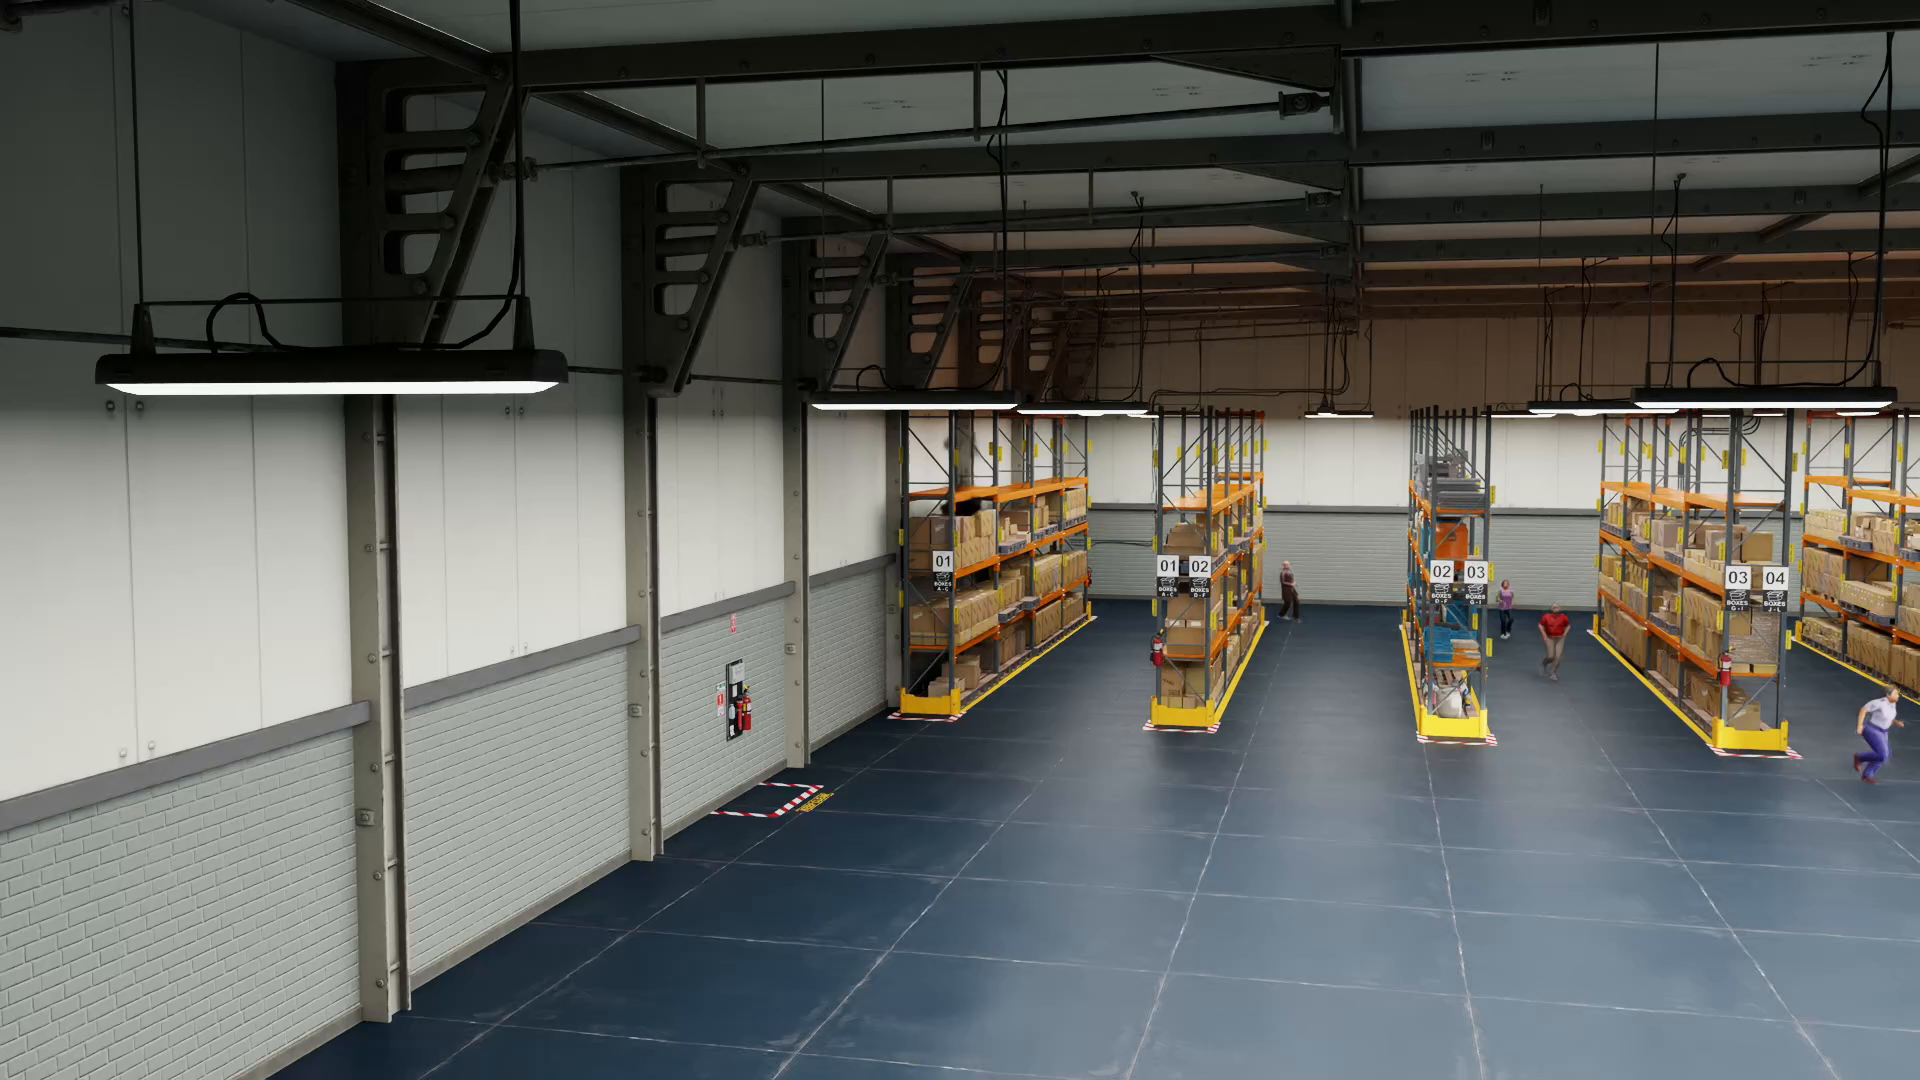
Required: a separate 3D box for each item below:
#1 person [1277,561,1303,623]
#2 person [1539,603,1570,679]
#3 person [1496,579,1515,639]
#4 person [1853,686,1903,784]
[{"bbox_3d":[9.268,1.523,47.147,0.806,1.716,0.691,3,5,40],"label":"person"},{"bbox_3d":[13.191,2.240,36.866,0.649,1.697,0.629,1,4,8],"label":"person"},{"bbox_3d":[14.246,1.819,43.384,0.509,1.567,0.631,0,4,4],"label":"person"},{"bbox_3d":[14.498,3.079,26.231,0.594,1.570,0.683,-3,5,-38],"label":"person"}]
